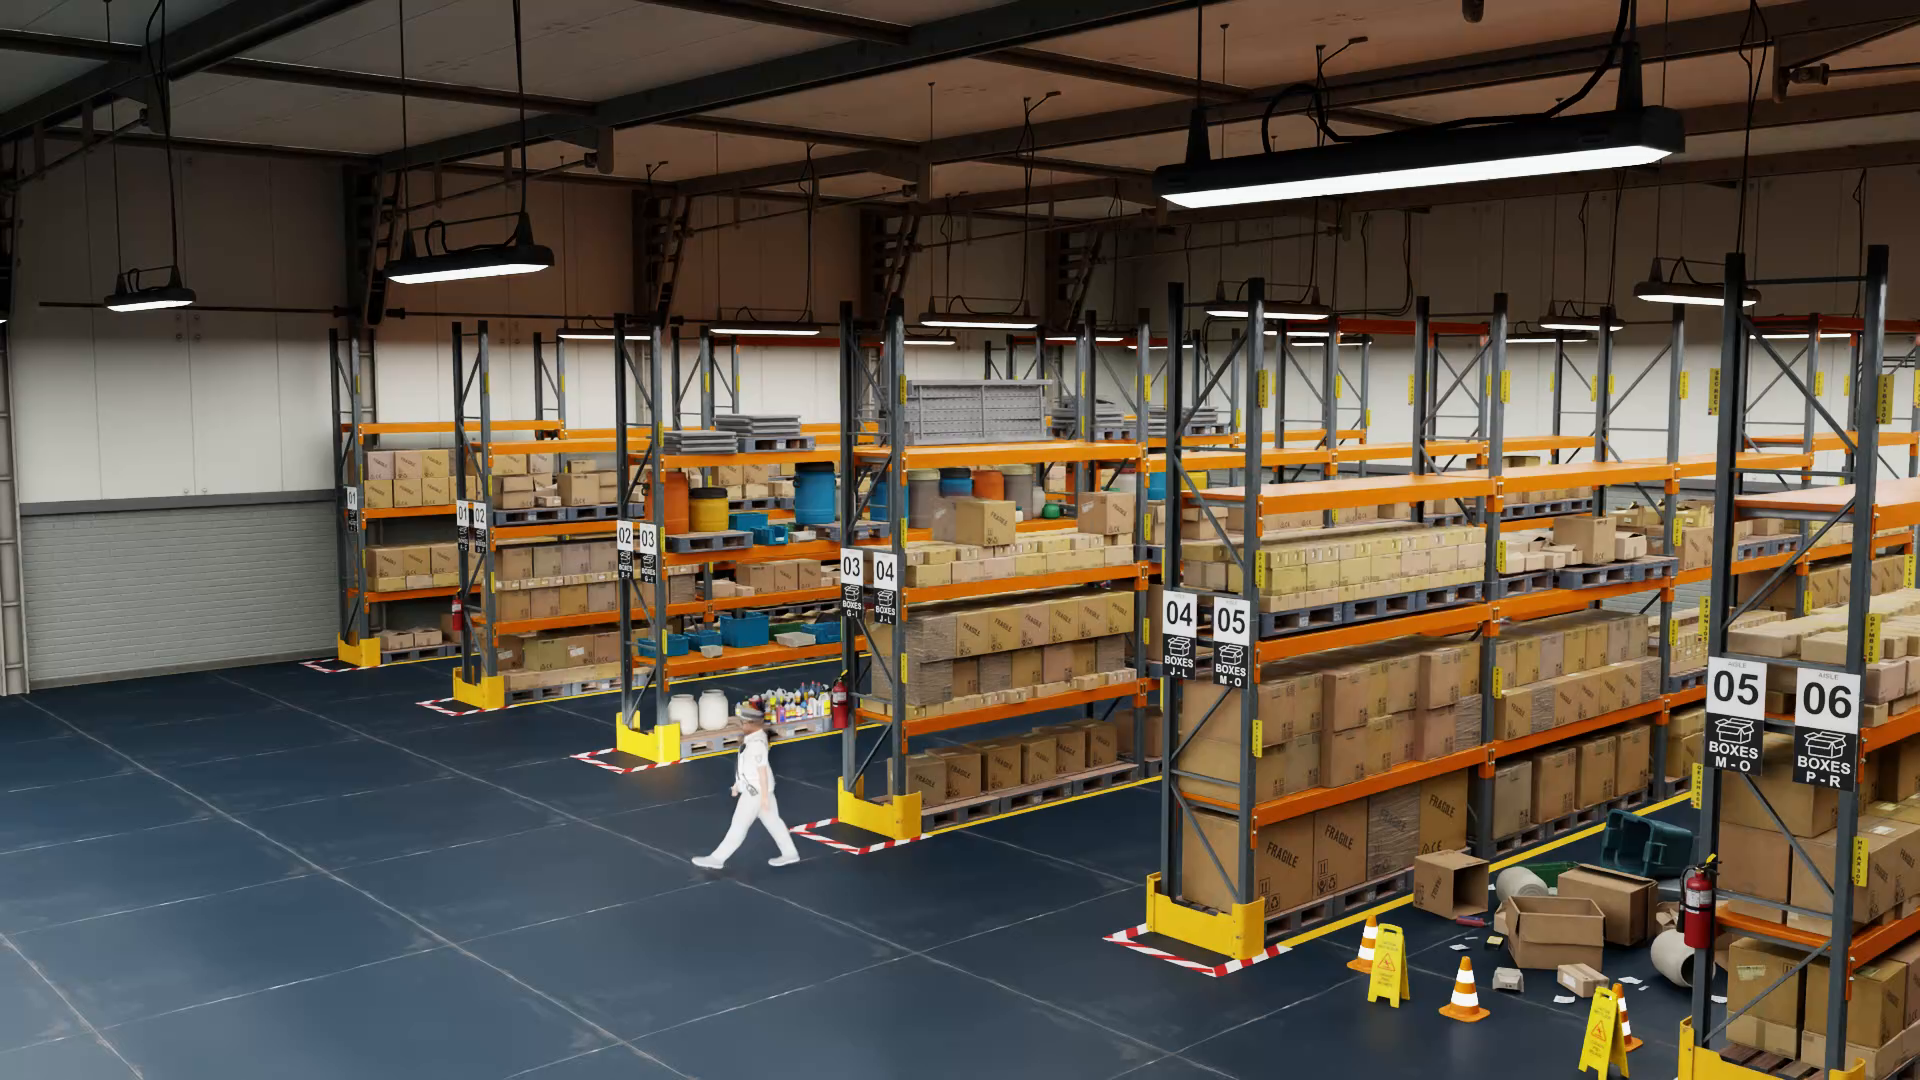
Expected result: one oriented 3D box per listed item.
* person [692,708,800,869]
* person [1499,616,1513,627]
[{"bbox_3d":[-2.235,2.588,17.370,1.087,1.691,0.565,0,6,0],"label":"person"},{"bbox_3d":[8.332,1.886,25.162,0.738,1.604,0.604,-4,7,-34],"label":"person"}]
